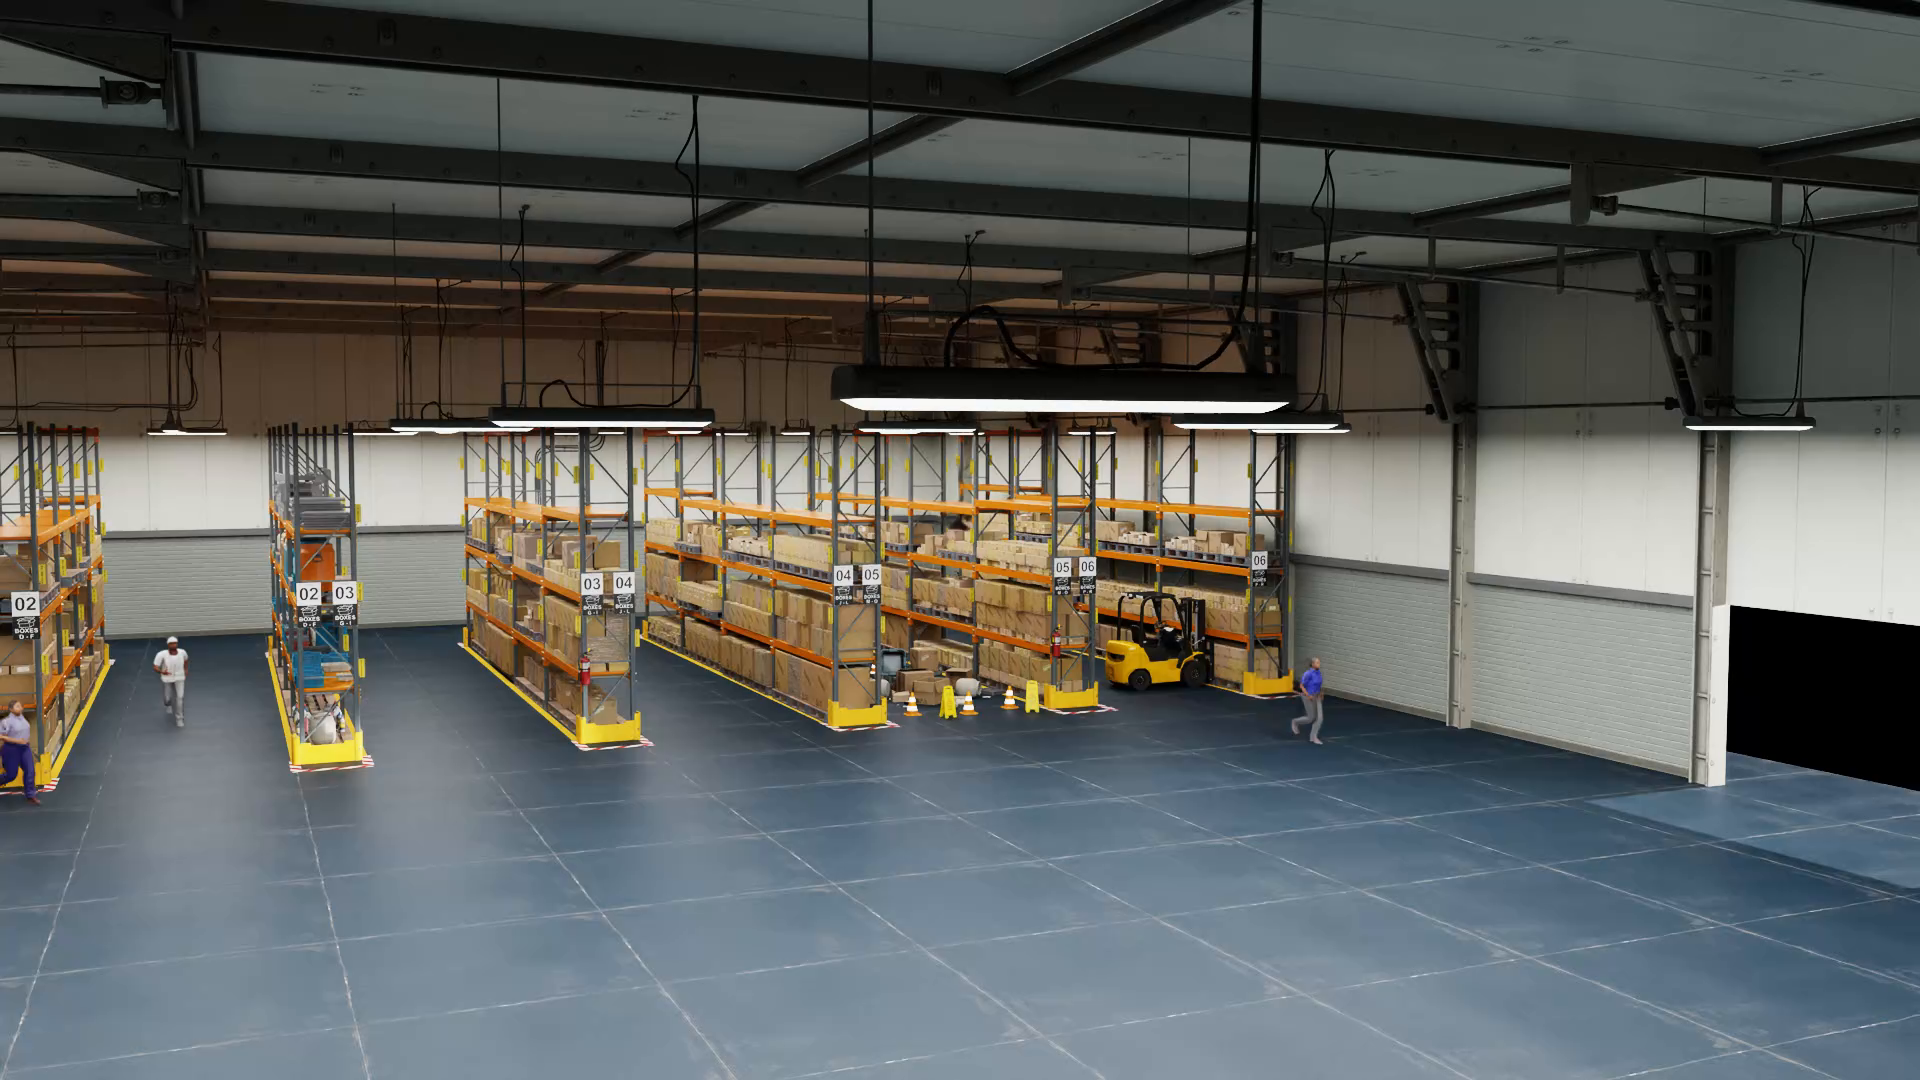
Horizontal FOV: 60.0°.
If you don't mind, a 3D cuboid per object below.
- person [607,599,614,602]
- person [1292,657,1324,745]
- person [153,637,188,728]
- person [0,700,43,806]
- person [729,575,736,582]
[{"bbox_3d":[-9.901,1.984,47.448,0.714,1.676,0.890,0,3,5],"label":"person"},{"bbox_3d":[6.605,3.017,31.373,0.599,1.616,0.693,-3,5,-45],"label":"person"},{"bbox_3d":[-15.774,2.817,33.269,0.664,1.771,1.146,-2,4,-29],"label":"person"},{"bbox_3d":[-14.776,3.330,26.000,0.877,1.653,0.616,1,4,10],"label":"person"},{"bbox_3d":[-6.555,1.895,47.848,0.703,1.774,0.949,-1,4,-21],"label":"person"}]
